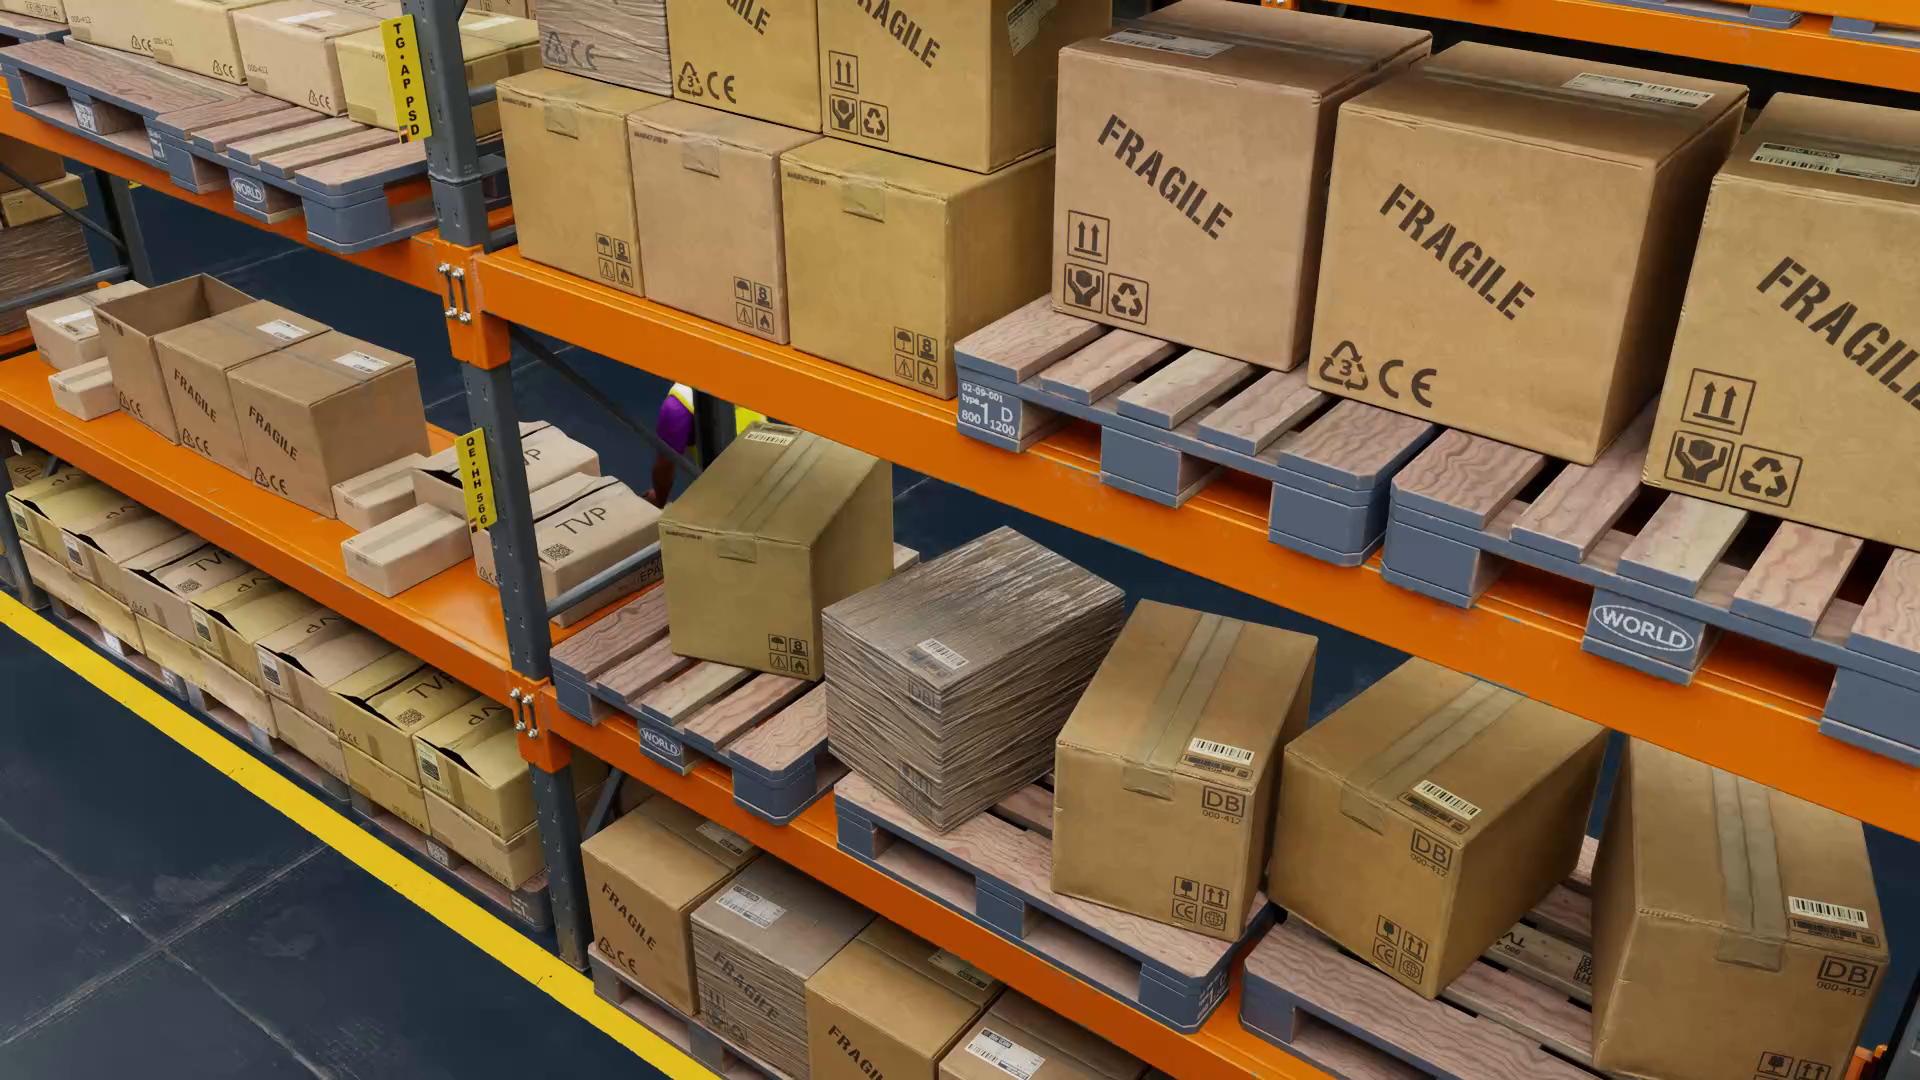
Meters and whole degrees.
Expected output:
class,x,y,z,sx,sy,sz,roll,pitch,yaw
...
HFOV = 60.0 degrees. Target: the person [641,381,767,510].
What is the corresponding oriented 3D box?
class,x,y,z,sx,sy,sz,roll,pitch,yaw
person,-1.144,-0.259,7.741,0.644,1.568,0.622,21,37,31
